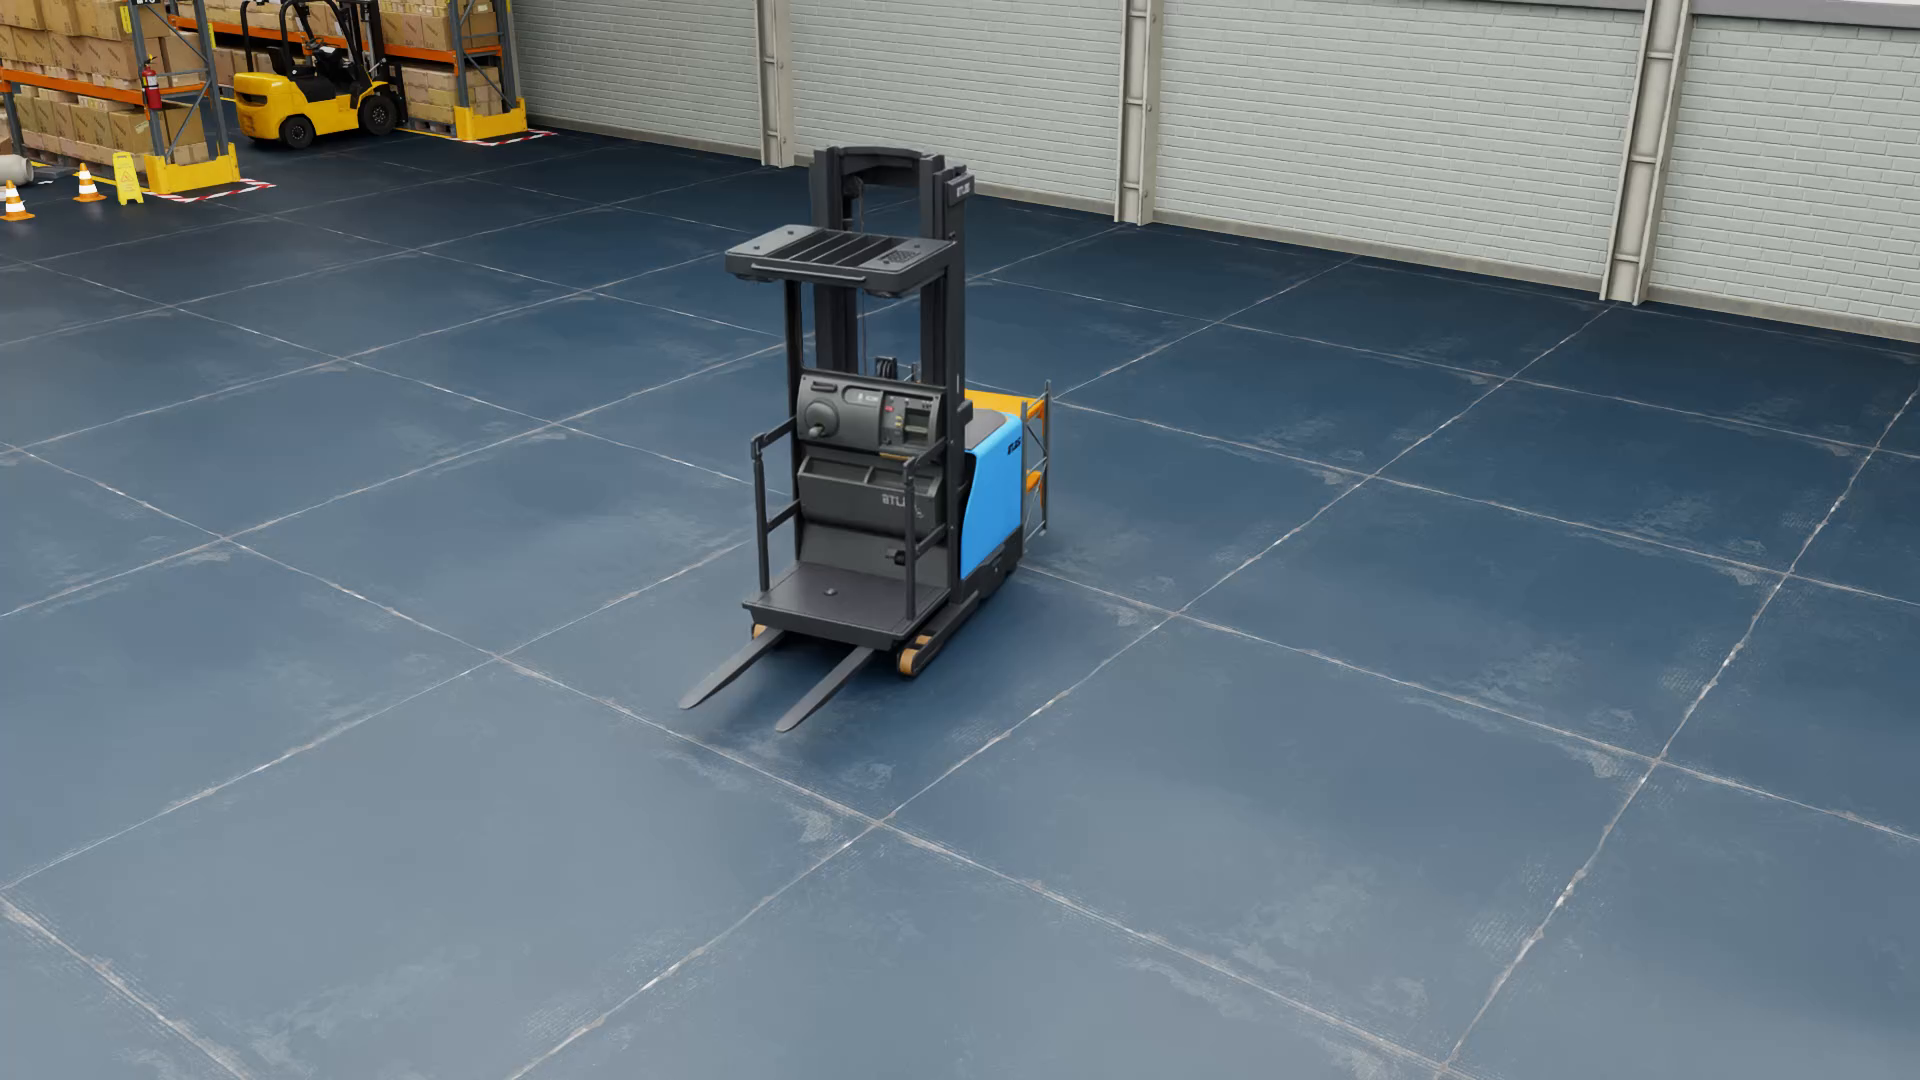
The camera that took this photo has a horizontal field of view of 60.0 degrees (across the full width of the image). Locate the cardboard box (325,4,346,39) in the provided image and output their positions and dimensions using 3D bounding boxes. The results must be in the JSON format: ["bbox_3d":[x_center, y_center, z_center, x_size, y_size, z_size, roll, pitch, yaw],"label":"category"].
[{"bbox_3d":[-9.988,-8.501,27.199,0.500,0.500,0.500,17,29,34],"label":"cardboard box"}]

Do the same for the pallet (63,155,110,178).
[{"bbox_3d":[-12.048,-5.443,23.842,1.213,0.211,1.003,17,29,33],"label":"pallet"}]

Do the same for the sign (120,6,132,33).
[{"bbox_3d":[-10.735,-6.698,21.403,0.005,0.325,0.100,17,29,33],"label":"sign"}]

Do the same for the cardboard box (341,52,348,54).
[{"bbox_3d":[-10.103,-8.102,28.068,0.500,0.250,0.500,17,29,34],"label":"cardboard box"}]

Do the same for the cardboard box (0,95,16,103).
[{"bbox_3d":[-15.143,-6.621,25.795,0.625,0.372,0.950,18,29,35],"label":"cardboard box"}]

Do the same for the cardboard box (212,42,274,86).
[{"bbox_3d":[-12.795,-8.529,29.812,0.625,0.625,0.875,18,29,35],"label":"cardboard box"}]

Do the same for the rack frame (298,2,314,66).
[{"bbox_3d":[-10.613,-8.767,27.928,0.127,3.000,1.000,17,29,33],"label":"rack frame"}]

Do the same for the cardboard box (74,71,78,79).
[{"bbox_3d":[-12.025,-6.480,23.048,0.250,0.149,0.380,17,29,33],"label":"cardboard box"}]

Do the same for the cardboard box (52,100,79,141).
[{"bbox_3d":[-12.428,-5.961,23.517,0.500,0.500,0.500,19,30,36],"label":"cardboard box"}]

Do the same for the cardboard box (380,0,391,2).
[{"bbox_3d":[-8.907,-8.574,26.191,0.250,0.149,0.380,17,29,34],"label":"cardboard box"}]

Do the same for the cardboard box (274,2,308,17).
[{"bbox_3d":[-11.159,-8.964,27.940,0.500,0.250,0.500,16,28,32],"label":"cardboard box"}]

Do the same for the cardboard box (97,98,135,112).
[{"bbox_3d":[-11.518,-5.948,22.685,0.250,0.149,0.380,18,29,35],"label":"cardboard box"}]

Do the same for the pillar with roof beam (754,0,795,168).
[{"bbox_3d":[-5.210,-8.165,19.120,0.400,9.000,9.100,17,29,33],"label":"pillar with roof beam"}]

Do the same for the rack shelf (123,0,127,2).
[{"bbox_3d":[-11.987,-7.725,22.734,4.000,0.370,1.077,17,29,33],"label":"rack shelf"}]

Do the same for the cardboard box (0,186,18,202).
[{"bbox_3d":[-12.646,-4.558,21.911,0.380,0.149,0.250,-10,26,-21],"label":"cardboard box"}]

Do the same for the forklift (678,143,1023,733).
[{"bbox_3d":[-0.634,-0.725,9.759,1.130,2.935,3.031,10,26,22],"label":"forklift"}]

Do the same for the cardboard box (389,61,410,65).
[{"bbox_3d":[-9.191,-7.568,26.854,0.500,0.250,0.500,16,28,32],"label":"cardboard box"}]

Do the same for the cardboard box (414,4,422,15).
[{"bbox_3d":[-8.251,-8.271,25.873,0.250,0.149,0.380,17,29,34],"label":"cardboard box"}]

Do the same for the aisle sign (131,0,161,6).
[{"bbox_3d":[-10.511,-7.279,21.325,0.004,0.787,0.394,17,29,33],"label":"aisle sign"}]

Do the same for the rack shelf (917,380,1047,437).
[{"bbox_3d":[0.050,-0.843,11.543,1.000,0.278,0.538,10,26,21],"label":"rack shelf"}]

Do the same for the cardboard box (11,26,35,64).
[{"bbox_3d":[-12.986,-7.037,23.507,0.500,0.500,0.500,17,29,33],"label":"cardboard box"}]

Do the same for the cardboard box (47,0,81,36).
[{"bbox_3d":[-11.796,-7.105,22.423,0.500,0.500,0.700,16,29,33],"label":"cardboard box"}]

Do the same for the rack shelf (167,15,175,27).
[{"bbox_3d":[-15.414,-9.889,31.366,4.000,0.370,1.077,17,29,33],"label":"rack shelf"}]

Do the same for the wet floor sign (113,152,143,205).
[{"bbox_3d":[-10.876,-4.729,21.683,0.267,0.644,0.232,-15,28,-30],"label":"wet floor sign"}]

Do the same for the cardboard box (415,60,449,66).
[{"bbox_3d":[-8.479,-7.613,26.957,0.500,0.250,0.500,17,29,33],"label":"cardboard box"}]

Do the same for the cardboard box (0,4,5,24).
[{"bbox_3d":[-13.365,-7.628,23.609,0.500,0.500,0.700,16,29,33],"label":"cardboard box"}]

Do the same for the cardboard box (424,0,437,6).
[{"bbox_3d":[-8.041,-8.347,25.677,0.250,0.149,0.380,17,29,33],"label":"cardboard box"}]

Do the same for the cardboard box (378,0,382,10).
[{"bbox_3d":[-9.045,-8.528,26.456,0.250,0.149,0.380,17,29,33],"label":"cardboard box"}]

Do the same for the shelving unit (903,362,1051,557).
[{"bbox_3d":[0.050,-0.575,11.661,1.048,1.125,0.538,10,26,21],"label":"shelving unit"}]

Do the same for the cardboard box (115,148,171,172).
[{"bbox_3d":[-11.214,-5.246,22.825,0.500,0.250,0.500,17,29,33],"label":"cardboard box"}]

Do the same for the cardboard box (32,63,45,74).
[{"bbox_3d":[-12.886,-6.700,23.549,0.250,0.149,0.380,18,29,35],"label":"cardboard box"}]

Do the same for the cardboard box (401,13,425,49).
[{"bbox_3d":[-8.373,-8.008,26.082,0.500,0.500,0.500,18,29,35],"label":"cardboard box"}]

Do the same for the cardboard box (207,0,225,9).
[{"bbox_3d":[-12.797,-9.455,29.054,0.500,0.250,0.500,16,28,32],"label":"cardboard box"}]

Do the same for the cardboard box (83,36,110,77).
[{"bbox_3d":[-11.384,-6.544,22.390,0.500,0.500,0.500,17,29,33],"label":"cardboard box"}]

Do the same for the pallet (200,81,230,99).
[{"bbox_3d":[-13.178,-8.247,30.205,1.213,0.211,1.003,17,29,33],"label":"pallet"}]

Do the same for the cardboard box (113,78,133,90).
[{"bbox_3d":[-11.083,-6.130,22.253,0.250,0.149,0.380,16,29,33],"label":"cardboard box"}]

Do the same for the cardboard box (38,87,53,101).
[{"bbox_3d":[-12.800,-6.336,23.564,0.250,0.149,0.380,18,30,35],"label":"cardboard box"}]

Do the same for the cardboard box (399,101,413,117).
[{"bbox_3d":[-8.765,-6.993,26.790,0.500,0.250,0.500,17,29,34],"label":"cardboard box"}]

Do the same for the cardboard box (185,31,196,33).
[{"bbox_3d":[-14.650,-9.509,31.387,0.250,0.149,0.380,15,28,31],"label":"cardboard box"}]

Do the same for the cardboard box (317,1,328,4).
[{"bbox_3d":[-10.308,-8.886,27.269,0.250,0.149,0.380,18,29,34],"label":"cardboard box"}]

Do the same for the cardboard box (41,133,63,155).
[{"bbox_3d":[-12.843,-5.744,23.955,0.500,0.250,0.500,19,30,36],"label":"cardboard box"}]

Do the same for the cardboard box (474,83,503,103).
[{"bbox_3d":[-7.664,-7.143,26.512,0.500,0.250,0.500,17,29,34],"label":"cardboard box"}]

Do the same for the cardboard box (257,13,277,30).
[{"bbox_3d":[-11.579,-8.856,28.315,0.500,0.250,0.500,17,29,33],"label":"cardboard box"}]

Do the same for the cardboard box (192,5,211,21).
[{"bbox_3d":[-13.206,-9.357,29.451,0.500,0.250,0.500,16,28,32],"label":"cardboard box"}]
